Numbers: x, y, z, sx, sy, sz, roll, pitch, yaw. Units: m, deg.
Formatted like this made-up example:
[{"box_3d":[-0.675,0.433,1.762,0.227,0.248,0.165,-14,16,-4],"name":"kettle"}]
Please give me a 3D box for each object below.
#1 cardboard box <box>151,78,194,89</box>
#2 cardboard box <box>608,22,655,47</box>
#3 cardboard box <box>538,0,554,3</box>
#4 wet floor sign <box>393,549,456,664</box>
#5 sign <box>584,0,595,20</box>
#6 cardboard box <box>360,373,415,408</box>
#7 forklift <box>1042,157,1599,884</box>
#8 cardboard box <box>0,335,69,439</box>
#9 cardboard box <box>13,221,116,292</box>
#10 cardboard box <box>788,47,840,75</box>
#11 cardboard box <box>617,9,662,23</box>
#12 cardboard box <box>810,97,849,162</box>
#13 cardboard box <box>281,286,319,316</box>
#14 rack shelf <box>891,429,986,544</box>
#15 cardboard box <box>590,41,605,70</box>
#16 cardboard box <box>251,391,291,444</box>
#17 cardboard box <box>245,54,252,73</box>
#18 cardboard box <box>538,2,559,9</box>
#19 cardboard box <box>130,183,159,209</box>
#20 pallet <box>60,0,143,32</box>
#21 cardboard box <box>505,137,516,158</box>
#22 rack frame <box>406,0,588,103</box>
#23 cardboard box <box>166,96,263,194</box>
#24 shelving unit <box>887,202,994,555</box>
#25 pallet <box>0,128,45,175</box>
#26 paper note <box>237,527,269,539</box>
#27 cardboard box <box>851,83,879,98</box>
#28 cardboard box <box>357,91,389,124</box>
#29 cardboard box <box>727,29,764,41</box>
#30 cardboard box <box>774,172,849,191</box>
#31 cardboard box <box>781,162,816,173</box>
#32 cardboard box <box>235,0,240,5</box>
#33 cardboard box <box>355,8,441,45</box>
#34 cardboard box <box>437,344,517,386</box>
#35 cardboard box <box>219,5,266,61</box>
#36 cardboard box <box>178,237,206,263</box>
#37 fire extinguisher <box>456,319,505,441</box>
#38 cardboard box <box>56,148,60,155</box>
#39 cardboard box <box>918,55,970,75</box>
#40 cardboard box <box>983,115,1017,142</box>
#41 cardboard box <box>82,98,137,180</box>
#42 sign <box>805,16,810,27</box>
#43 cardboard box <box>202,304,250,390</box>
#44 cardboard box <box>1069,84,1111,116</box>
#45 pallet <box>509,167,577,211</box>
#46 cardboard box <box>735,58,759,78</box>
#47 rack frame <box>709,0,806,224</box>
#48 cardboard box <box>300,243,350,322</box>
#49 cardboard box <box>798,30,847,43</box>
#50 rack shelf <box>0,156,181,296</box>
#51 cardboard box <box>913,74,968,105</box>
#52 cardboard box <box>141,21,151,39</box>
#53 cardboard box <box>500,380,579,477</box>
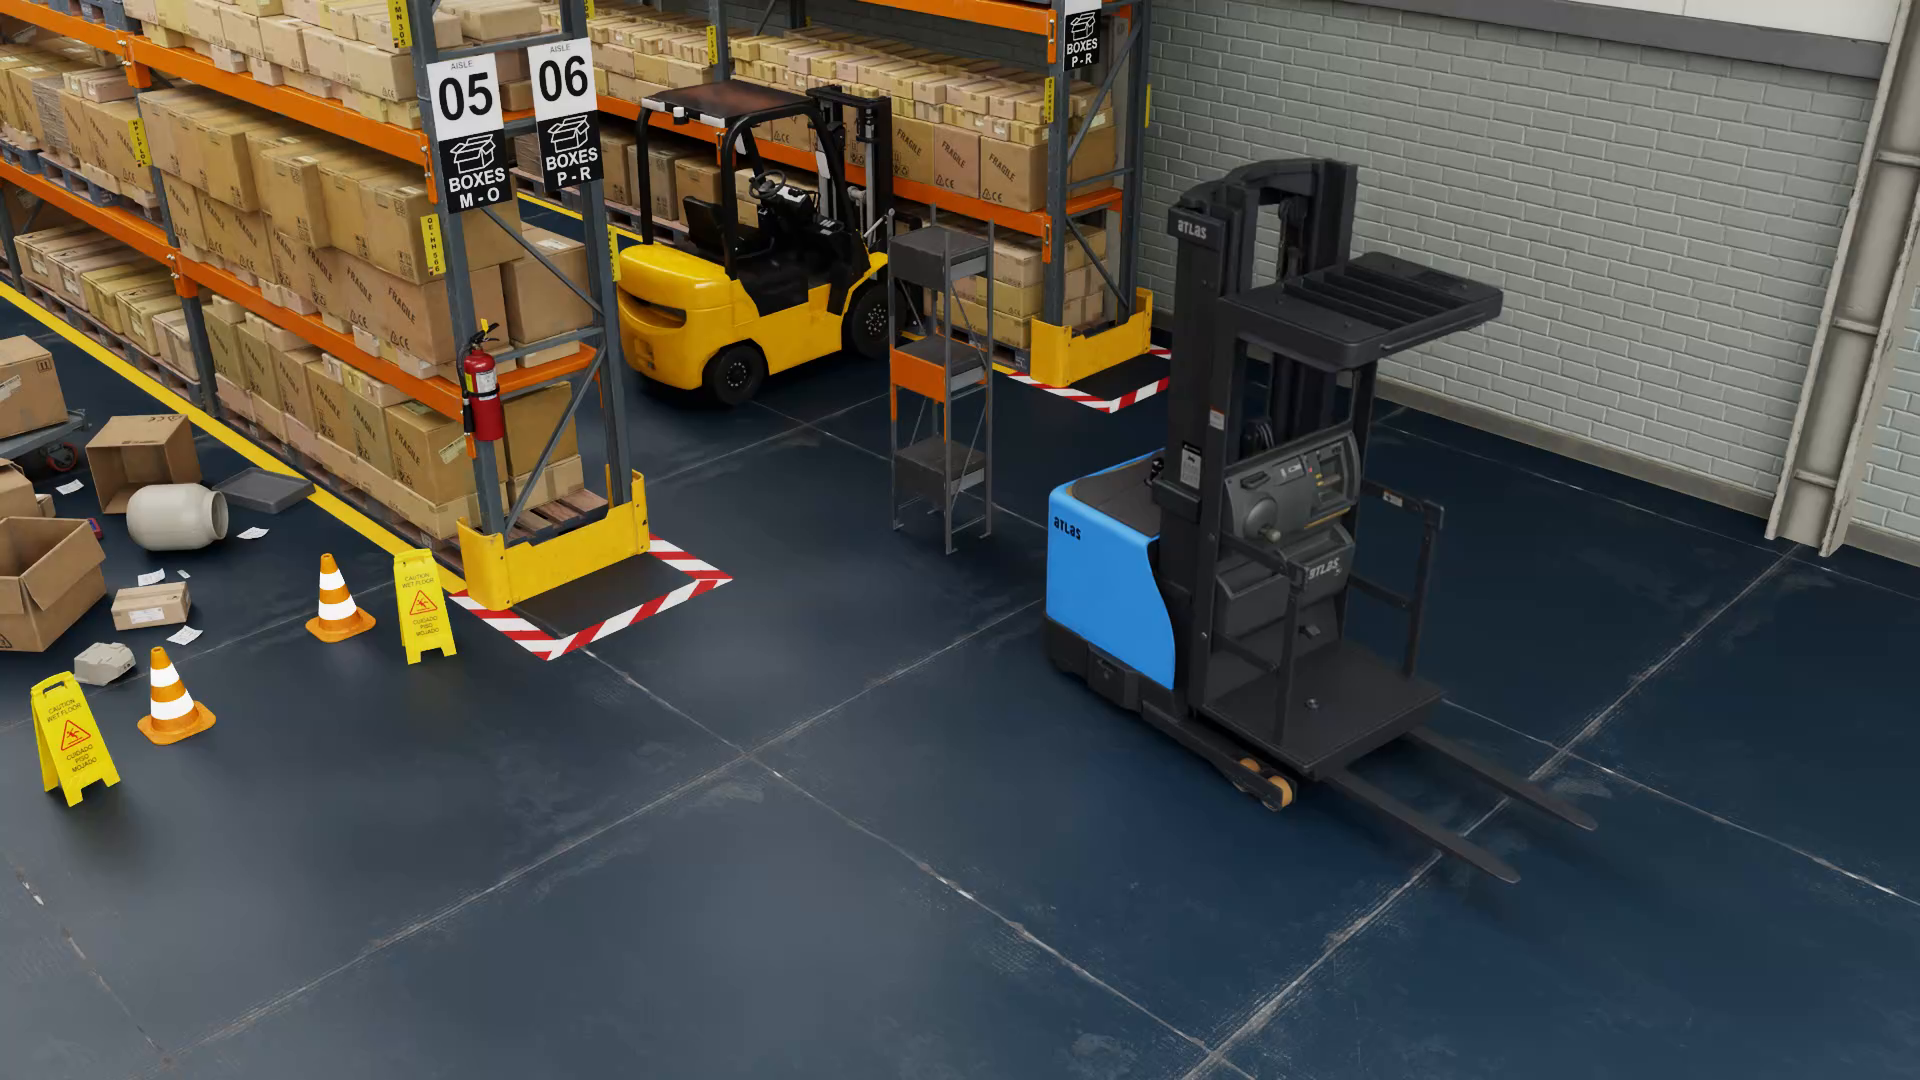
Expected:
[{"box_3d":[-6.119,-3.359,13.030,0.500,0.500,0.500,24,36,38],"name":"cardboard box"},{"box_3d":[-3.139,-4.845,15.930,0.380,0.149,0.250,-25,37,-39],"name":"cardboard box"},{"box_3d":[-4.287,-5.666,17.492,0.380,0.149,0.250,-24,36,-38],"name":"cardboard box"},{"box_3d":[-3.048,0.344,9.395,0.267,0.644,0.232,-13,30,-22],"name":"wet floor sign"},{"box_3d":[-2.053,-3.010,9.082,0.005,0.325,0.100,25,36,38],"name":"sign"},{"box_3d":[-3.496,-0.975,10.375,0.380,0.149,0.250,-24,36,-38],"name":"cardboard box"},{"box_3d":[1.773,-0.226,8.024,1.130,2.935,3.031,-20,34,-33],"name":"forklift"},{"box_3d":[-6.512,-1.048,11.386,0.500,0.500,0.500,25,36,38],"name":"cardboard box"},{"box_3d":[-7.742,-2.560,14.762,0.625,0.372,0.950,22,35,35],"name":"cardboard box"},{"box_3d":[-1.239,-4.075,14.147,0.380,0.149,0.250,-24,36,-38],"name":"cardboard box"},{"box_3d":[-3.178,-5.172,16.551,0.380,0.149,0.250,-24,36,-38],"name":"cardboard box"},{"box_3d":[-0.930,-3.552,14.168,0.500,0.500,0.500,24,36,38],"name":"cardboard box"},{"box_3d":[-4.181,-1.606,10.845,0.250,0.149,0.380,24,36,38],"name":"cardboard box"},{"box_3d":[-0.118,-0.352,10.690,0.480,0.518,0.431,25,36,38],"name":"rack shelf"},{"box_3d":[-3.417,-4.804,16.280,0.500,0.250,0.500,-25,36,-38],"name":"cardboard box"},{"box_3d":[-4.666,-0.936,11.804,0.500,0.250,0.500,-23,35,-36],"name":"cardboard box"},{"box_3d":[-4.134,-2.949,10.176,0.250,0.149,0.380,25,37,39],"name":"cardboard box"},{"box_3d":[-4.247,-5.341,16.874,0.380,0.149,0.250,-24,36,-38],"name":"cardboard box"},{"box_3d":[-5.846,-2.571,12.229,0.380,0.149,0.250,-25,36,-38],"name":"cardboard box"},{"box_3d":[-5.651,-3.901,11.919,1.003,0.211,1.213,25,36,38],"name":"pallet"},{"box_3d":[-5.113,-4.520,18.351,0.500,0.500,0.500,-24,36,-38],"name":"cardboard box"},{"box_3d":[-2.433,-3.770,8.244,0.127,3.000,1.000,25,36,38],"name":"rack frame"},{"box_3d":[-4.775,-2.649,11.057,0.500,0.500,0.700,25,37,39],"name":"cardboard box"},{"box_3d":[-0.118,-0.983,10.357,0.503,2.100,0.431,25,36,38],"name":"shelving unit"},{"box_3d":[-7.555,-3.443,14.275,1.003,0.211,1.213,25,36,38],"name":"pallet"},{"box_3d":[-4.591,-0.048,10.801,0.148,0.019,0.142,12,30,22],"name":"paper note"},{"box_3d":[-0.677,-3.697,13.748,0.250,0.149,0.380,24,36,37],"name":"cardboard box"},{"box_3d":[-3.084,-2.425,9.180,0.250,0.149,0.380,25,37,39],"name":"cardboard box"},{"box_3d":[-2.063,-4.691,15.637,0.250,0.149,0.380,23,36,37],"name":"cardboard box"},{"box_3d":[-1.326,-3.048,14.745,0.500,0.250,0.500,25,36,38],"name":"cardboard box"},{"box_3d":[-1.322,-3.384,15.384,0.500,0.250,0.500,-24,36,-38],"name":"cardboard box"},{"box_3d":[-4.123,-3.299,9.984,0.380,0.149,0.250,-24,36,-38],"name":"cardboard box"},{"box_3d":[-3.038,-2.794,9.023,0.380,0.149,0.250,-25,36,-38],"name":"cardboard box"},{"box_3d":[-2.850,-1.055,9.796,0.380,0.149,0.250,-24,36,-38],"name":"cardboard box"},{"box_3d":[-4.080,-3.082,9.999,0.500,0.250,0.500,-25,37,-39],"name":"cardboard box"},{"box_3d":[-5.286,-2.100,11.783,0.250,0.149,0.380,24,36,38],"name":"cardboard box"},{"box_3d":[-2.675,-0.890,9.297,0.183,0.674,0.296,25,36,38],"name":"fire extinguisher"},{"box_3d":[-7.059,-3.196,13.416,0.380,0.149,0.250,-24,36,-37],"name":"cardboard box"},{"box_3d":[-0.129,-3.921,13.853,0.250,0.149,0.380,25,37,39],"name":"cardboard box"},{"box_3d":[0.397,-3.188,12.780,0.380,0.149,0.250,-25,36,-38],"name":"cardboard box"},{"box_3d":[-6.130,-3.018,12.381,0.500,0.500,0.500,25,37,39],"name":"cardboard box"},{"box_3d":[-1.420,-4.671,15.389,0.005,0.325,0.100,25,36,38],"name":"sign"},{"box_3d":[-5.054,-1.439,11.954,0.500,0.500,0.500,-23,36,-37],"name":"cardboard box"},{"box_3d":[0.954,-3.407,12.876,0.250,0.149,0.380,24,36,37],"name":"cardboard box"},{"box_3d":[-4.101,-3.858,17.854,1.213,0.211,1.003,25,36,38],"name":"pallet"},{"box_3d":[-1.765,-4.209,14.720,0.250,0.149,0.380,24,36,38],"name":"cardboard box"},{"box_3d":[-1.808,-4.069,15.258,0.127,3.000,1.000,25,36,38],"name":"rack frame"},{"box_3d":[-3.722,-1.706,10.337,0.500,0.500,0.500,24,36,38],"name":"cardboard box"},{"box_3d":[-1.219,-4.432,14.825,0.250,0.149,0.380,23,36,37],"name":"cardboard box"},{"box_3d":[-6.712,-2.754,13.531,4.000,0.370,1.077,25,36,38],"name":"rack shelf"},{"box_3d":[-0.151,-3.574,13.193,0.380,0.149,0.250,-24,36,-38],"name":"cardboard box"},{"box_3d":[-5.235,-3.452,11.131,0.250,0.149,0.380,24,36,38],"name":"cardboard box"},{"box_3d":[-2.832,-0.778,10.698,0.500,0.500,0.500,23,36,37],"name":"cardboard box"}]
